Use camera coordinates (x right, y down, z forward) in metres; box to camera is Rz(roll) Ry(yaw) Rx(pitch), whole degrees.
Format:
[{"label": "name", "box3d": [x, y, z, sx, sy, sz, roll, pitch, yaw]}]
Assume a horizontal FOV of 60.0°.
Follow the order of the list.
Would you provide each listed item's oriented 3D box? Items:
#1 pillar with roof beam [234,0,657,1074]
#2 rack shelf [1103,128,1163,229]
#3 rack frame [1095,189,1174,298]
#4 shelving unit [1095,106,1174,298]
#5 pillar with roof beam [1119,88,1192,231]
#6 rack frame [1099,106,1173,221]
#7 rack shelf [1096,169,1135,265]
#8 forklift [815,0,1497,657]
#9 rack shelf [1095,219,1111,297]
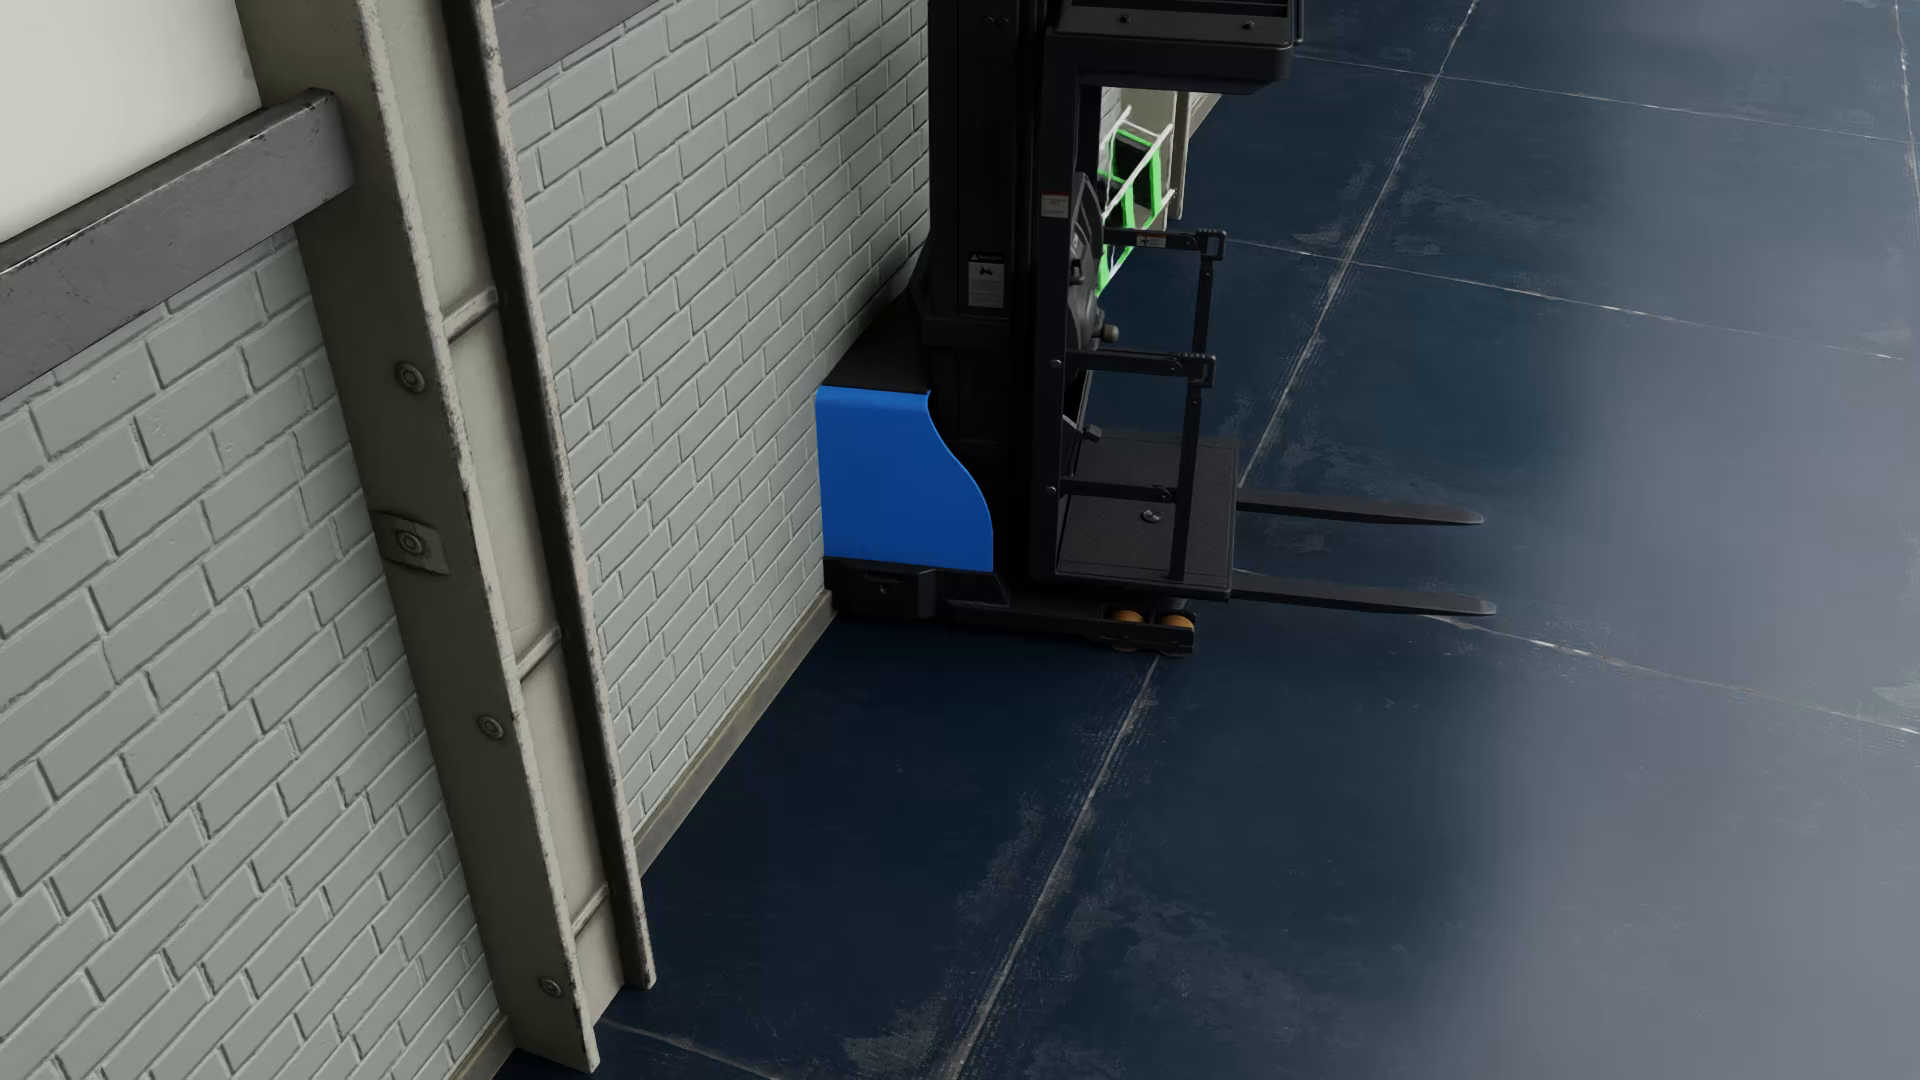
[{"label": "pillar with roof beam", "box3d": [2.789, -1.139, 1.257, 9.100, 9.000, 0.400, 14, 39, 18]}, {"label": "rack shelf", "box3d": [0.816, -1.722, 7.897, 0.258, 0.480, 0.148, 29, 72, 20]}, {"label": "rack frame", "box3d": [0.615, -1.295, 7.994, 0.240, 0.015, 1.200, 29, 72, 20]}, {"label": "shelving unit", "box3d": [0.583, -1.399, 7.776, 0.258, 0.503, 1.200, 29, 72, 20]}, {"label": "pillar with roof beam", "box3d": [5.072, -4.461, 5.702, 9.100, 9.000, 0.400, 14, 39, 18]}, {"label": "rack frame", "box3d": [0.552, -1.504, 7.557, 0.240, 0.015, 1.200, 29, 72, 20]}, {"label": "rack shelf", "box3d": [0.682, -1.536, 7.827, 0.258, 0.480, 0.148, 29, 72, 20]}, {"label": "forklift", "box3d": [0.658, -1.053, 6.211, 3.031, 2.935, 1.130, 6, 37, 7]}, {"label": "rack shelf", "box3d": [0.548, -1.350, 7.757, 0.258, 0.480, 0.148, 29, 72, 20]}]
